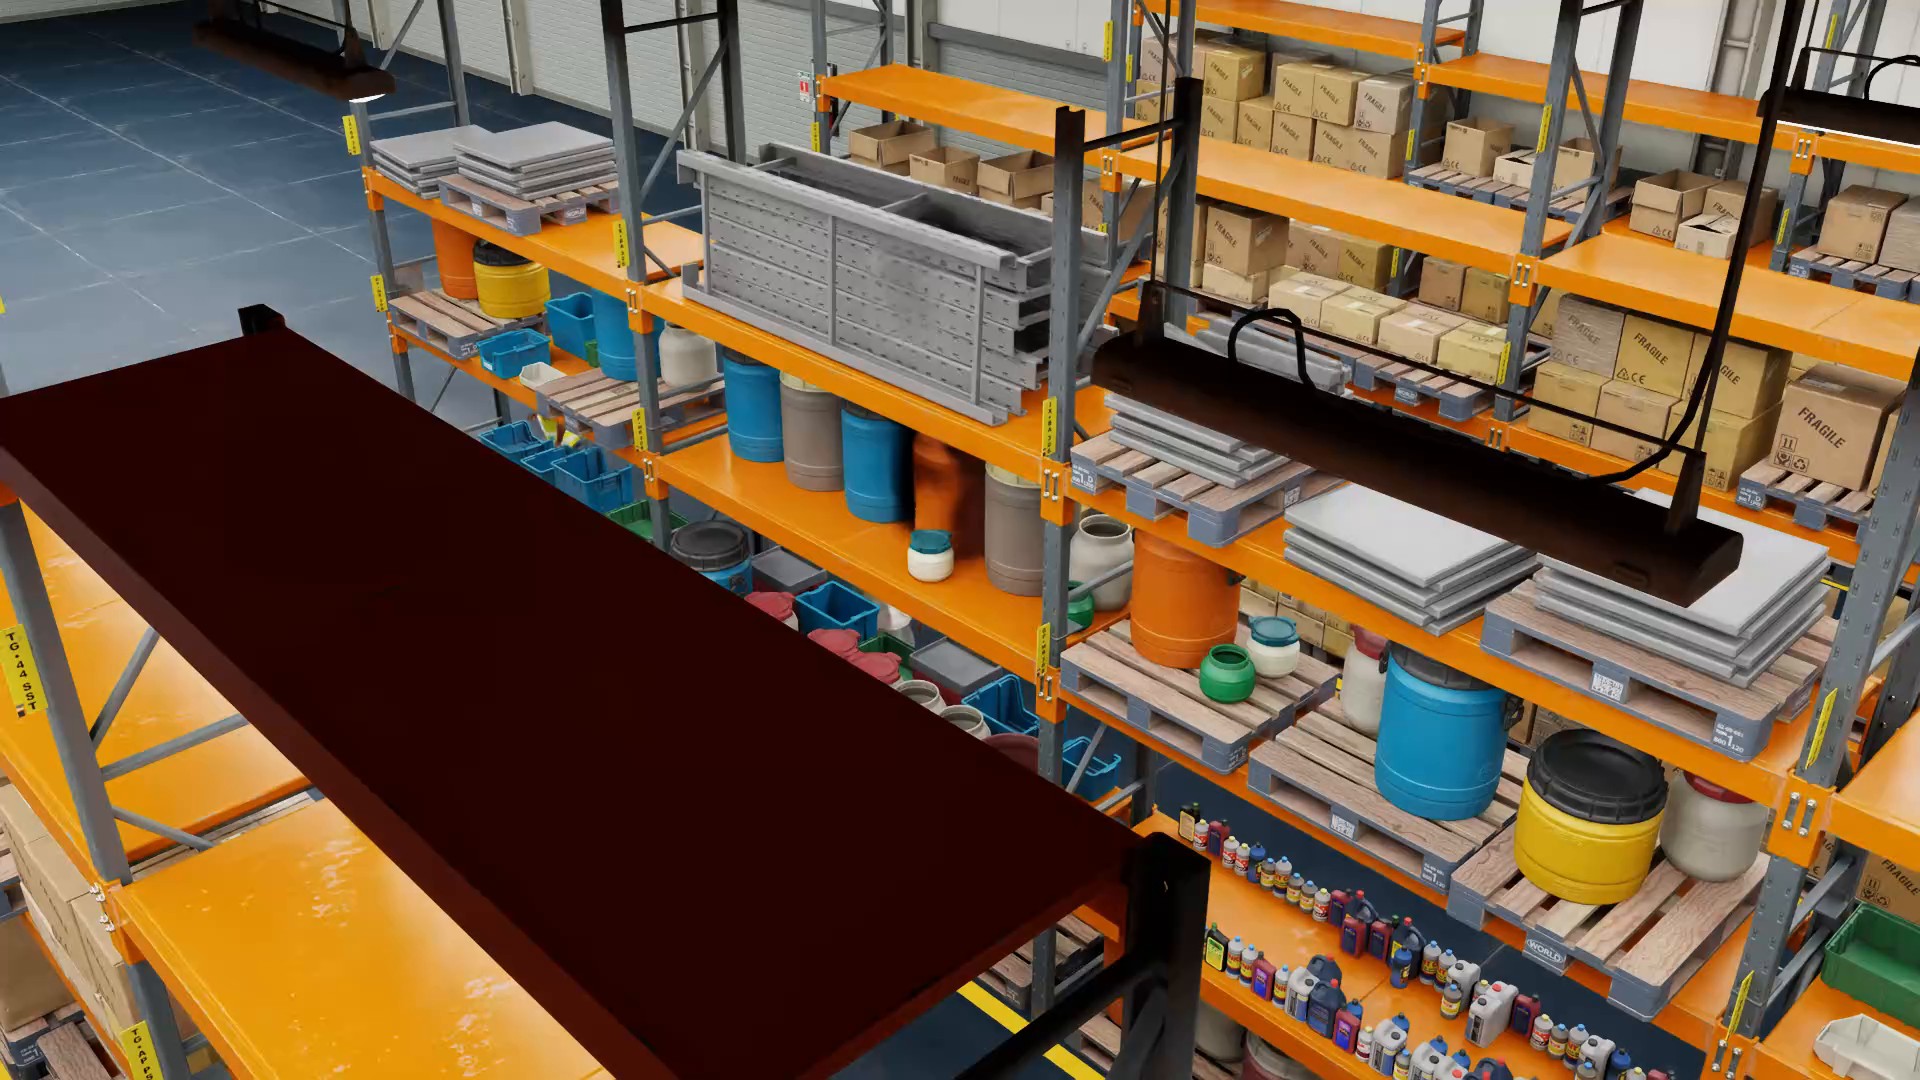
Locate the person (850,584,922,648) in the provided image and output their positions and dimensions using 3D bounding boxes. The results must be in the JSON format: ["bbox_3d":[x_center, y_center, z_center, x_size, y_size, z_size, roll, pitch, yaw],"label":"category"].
[{"bbox_3d":[-0.546,0.722,13.692,0.839,1.712,0.703,8,29,15],"label":"person"}]

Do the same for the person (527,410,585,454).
[{"bbox_3d":[-4.007,-0.972,16.838,0.842,1.782,0.729,6,29,11],"label":"person"}]
